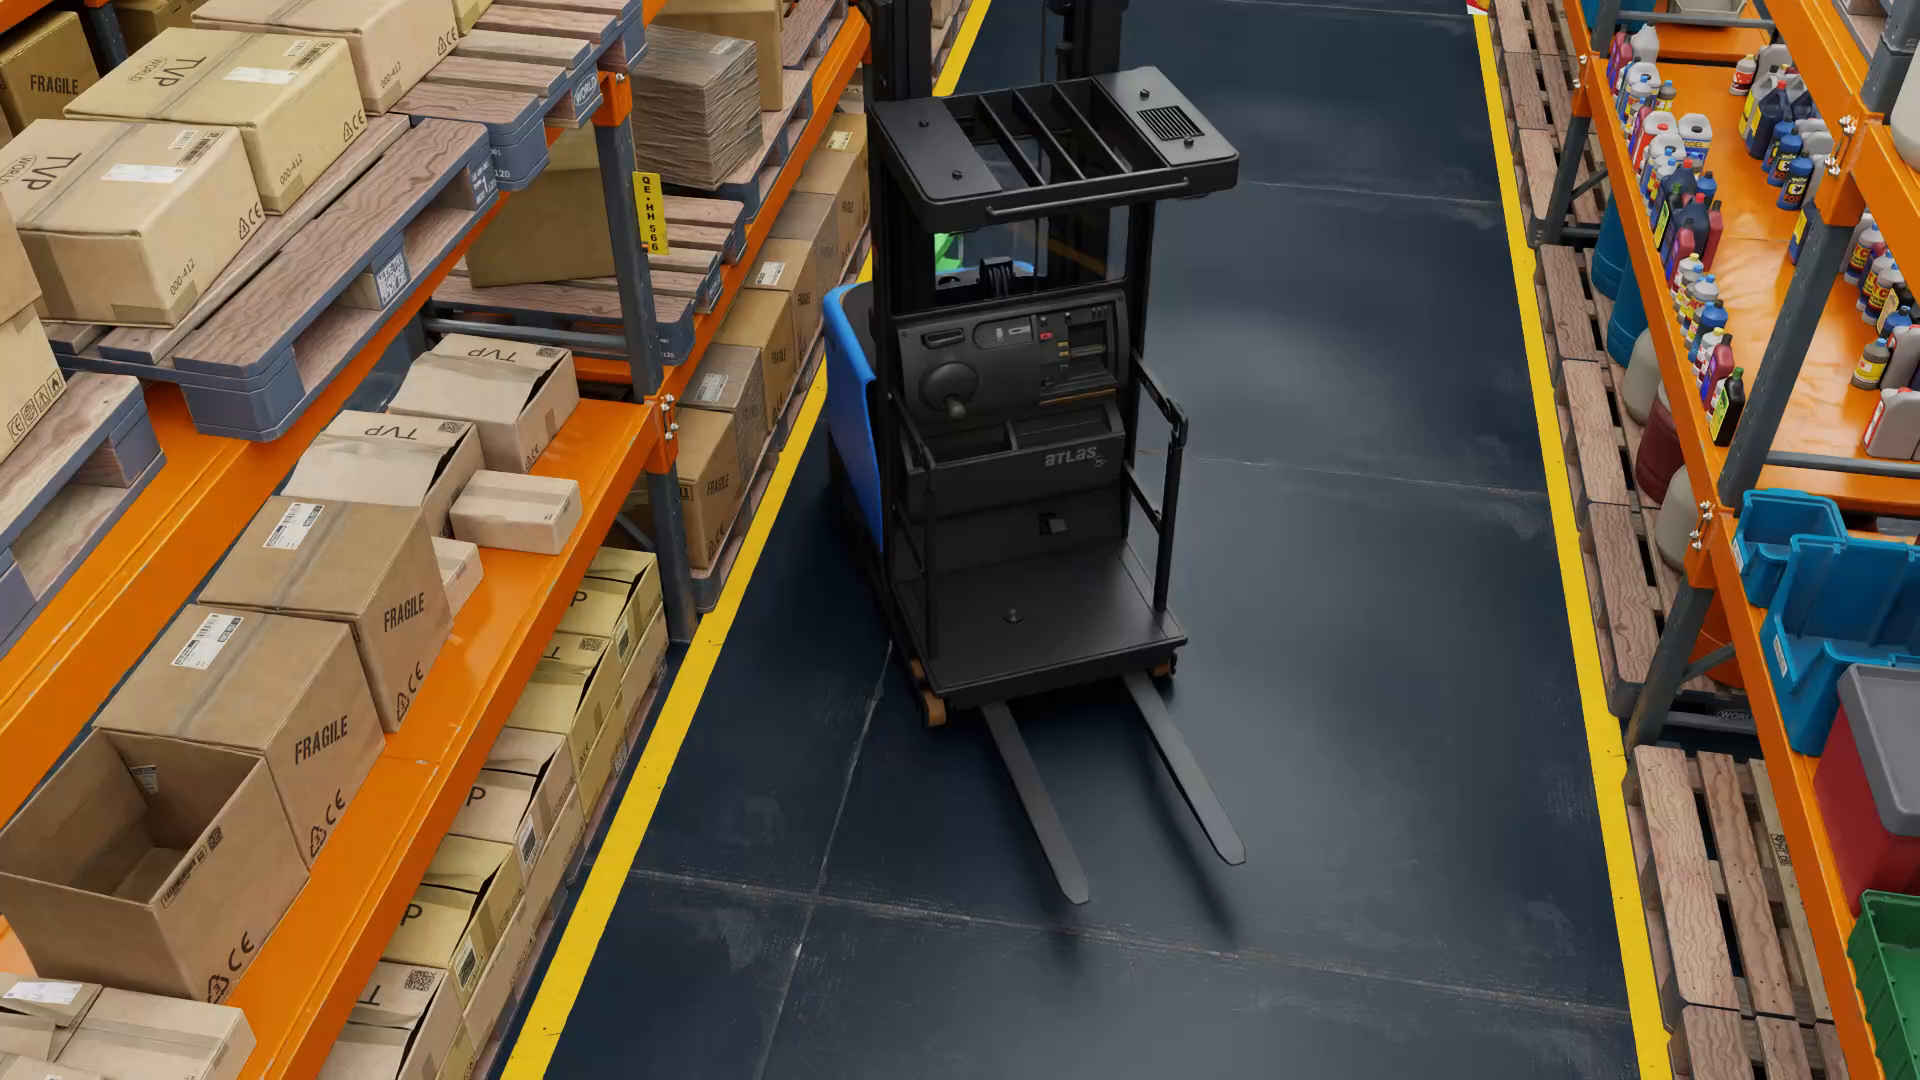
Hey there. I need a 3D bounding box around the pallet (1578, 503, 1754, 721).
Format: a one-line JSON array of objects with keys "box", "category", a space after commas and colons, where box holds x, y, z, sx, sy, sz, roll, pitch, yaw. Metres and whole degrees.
[{"box": [3.310, 0.334, 7.278, 1.003, 0.211, 1.213, 6, 40, 8], "category": "pallet"}]

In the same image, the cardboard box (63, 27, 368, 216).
[{"box": [-1.870, -1.071, 4.222, 0.500, 0.250, 0.500, 6, 40, 7], "category": "cardboard box"}]

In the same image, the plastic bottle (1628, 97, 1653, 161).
[{"box": [3.269, -1.967, 7.963, 0.061, 0.283, 0.133, 6, 40, 8], "category": "plastic bottle"}]

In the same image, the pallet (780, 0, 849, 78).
[{"box": [-1.217, -2.737, 8.954, 1.003, 0.211, 1.213, 6, 40, 8], "category": "pallet"}]

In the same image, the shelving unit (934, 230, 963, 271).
[{"box": [-0.180, -1.085, 8.218, 0.258, 1.200, 0.503, 12, 41, 14], "category": "shelving unit"}]

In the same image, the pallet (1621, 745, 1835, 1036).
[{"box": [3.042, 1.315, 6.091, 1.003, 0.211, 1.213, 6, 40, 8], "category": "pallet"}]

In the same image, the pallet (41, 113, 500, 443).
[{"box": [-1.884, -0.735, 4.177, 1.003, 0.211, 1.213, 8, 40, 10], "category": "pallet"}]

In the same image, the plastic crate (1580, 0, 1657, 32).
[{"box": [3.651, -3.100, 9.207, 0.392, 0.384, 0.575, 6, 40, 8], "category": "plastic crate"}]

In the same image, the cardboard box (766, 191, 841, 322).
[{"box": [-0.956, -1.541, 8.974, 0.500, 0.500, 0.500, 7, 40, 8], "category": "cardboard box"}]

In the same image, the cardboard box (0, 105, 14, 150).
[{"box": [-5.986, -2.197, 9.508, 0.750, 0.750, 0.750, 8, 40, 9], "category": "cardboard box"}]

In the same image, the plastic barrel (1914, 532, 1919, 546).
[{"box": [3.432, 0.031, 5.349, 0.600, 0.536, 0.708, 6, 40, 8], "category": "plastic barrel"}]

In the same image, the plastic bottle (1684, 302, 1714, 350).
[{"box": [2.992, -0.864, 6.694, 0.097, 0.201, 0.097, 0, 40, 0], "category": "plastic bottle"}]

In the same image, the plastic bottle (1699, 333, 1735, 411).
[{"box": [2.904, -0.642, 6.361, 0.061, 0.283, 0.133, 6, 40, 8], "category": "plastic bottle"}]

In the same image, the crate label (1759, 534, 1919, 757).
[{"box": [2.776, 0.338, 5.056, 0.502, 0.435, 0.616, 6, 40, 8], "category": "crate label"}]

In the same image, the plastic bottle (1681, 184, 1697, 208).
[{"box": [3.177, -1.408, 7.287, 0.061, 0.283, 0.133, 6, 40, 8], "category": "plastic bottle"}]

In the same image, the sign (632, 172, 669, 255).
[{"box": [-1.116, -1.177, 6.008, 0.100, 0.325, 0.005, 6, 40, 8], "category": "sign"}]

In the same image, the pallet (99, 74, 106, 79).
[{"box": [-5.642, -3.238, 11.598, 1.003, 0.211, 1.213, 6, 40, 8], "category": "pallet"}]

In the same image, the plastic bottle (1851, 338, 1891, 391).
[{"box": [3.561, -0.693, 6.487, 0.097, 0.201, 0.097, 0, 40, 0], "category": "plastic bottle"}]

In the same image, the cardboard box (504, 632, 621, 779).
[{"box": [-1.595, 0.574, 6.186, 0.500, 0.311, 0.500, 6, 40, 7], "category": "cardboard box"}]

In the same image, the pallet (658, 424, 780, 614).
[{"box": [-1.497, -0.180, 7.899, 1.003, 0.211, 1.213, 6, 40, 8], "category": "pallet"}]

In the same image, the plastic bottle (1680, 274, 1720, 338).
[{"box": [3.009, -0.953, 6.746, 0.097, 0.271, 0.097, 0, 40, 0], "category": "plastic bottle"}]

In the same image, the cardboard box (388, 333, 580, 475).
[{"box": [-1.770, -0.532, 6.207, 0.500, 0.311, 0.500, 9, 40, 10], "category": "cardboard box"}]

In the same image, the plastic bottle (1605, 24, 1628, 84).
[{"box": [3.423, -2.524, 8.637, 0.061, 0.283, 0.133, 6, 40, 8], "category": "plastic bottle"}]

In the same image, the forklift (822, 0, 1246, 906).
[{"box": [0.281, -0.641, 6.322, 1.130, 2.935, 3.031, -11, 41, -13], "category": "forklift"}]

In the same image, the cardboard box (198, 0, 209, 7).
[{"box": [-5.531, -3.816, 11.740, 0.700, 0.500, 0.500, 6, 40, 7], "category": "cardboard box"}]

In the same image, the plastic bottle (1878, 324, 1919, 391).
[{"box": [3.688, -0.720, 6.461, 0.152, 0.276, 0.135, 6, 40, 8], "category": "plastic bottle"}]

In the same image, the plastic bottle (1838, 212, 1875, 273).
[{"box": [3.847, -1.300, 7.163, 0.152, 0.276, 0.135, 6, 40, 8], "category": "plastic bottle"}]

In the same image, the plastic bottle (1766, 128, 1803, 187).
[{"box": [3.857, -1.791, 7.760, 0.097, 0.271, 0.097, 0, 40, 0], "category": "plastic bottle"}]

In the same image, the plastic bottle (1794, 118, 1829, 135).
[{"box": [4.006, -1.875, 7.858, 0.152, 0.276, 0.135, 6, 40, 8], "category": "plastic bottle"}]

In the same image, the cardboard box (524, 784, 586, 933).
[{"box": [-1.690, 1.104, 5.986, 0.500, 0.250, 0.500, 7, 40, 9], "category": "cardboard box"}]

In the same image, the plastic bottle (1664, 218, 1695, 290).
[{"box": [3.062, -1.215, 7.054, 0.061, 0.283, 0.133, 6, 40, 8], "category": "plastic bottle"}]

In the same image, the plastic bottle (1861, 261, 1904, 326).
[{"box": [3.798, -1.017, 6.823, 0.097, 0.271, 0.097, 0, 40, 0], "category": "plastic bottle"}]

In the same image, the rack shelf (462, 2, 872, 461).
[{"box": [-1.318, -1.768, 8.196, 1.077, 0.370, 4.000, 6, 40, 8], "category": "rack shelf"}]

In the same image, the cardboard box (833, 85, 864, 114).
[{"box": [-0.686, -2.673, 10.491, 0.500, 0.311, 0.500, 6, 40, 8], "category": "cardboard box"}]

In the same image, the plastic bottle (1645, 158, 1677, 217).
[{"box": [3.187, -1.596, 7.525, 0.097, 0.271, 0.097, 0, 40, 0], "category": "plastic bottle"}]

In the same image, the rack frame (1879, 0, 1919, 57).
[{"box": [3.214, -2.554, 3.873, 1.000, 3.000, 0.127, 6, 40, 8], "category": "rack frame"}]

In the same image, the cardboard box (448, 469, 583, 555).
[{"box": [-1.547, -0.098, 5.809, 0.380, 0.149, 0.250, 6, 40, 8], "category": "cardboard box"}]

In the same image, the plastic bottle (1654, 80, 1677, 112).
[{"box": [3.514, -2.195, 8.304, 0.097, 0.201, 0.097, 0, 40, 0], "category": "plastic bottle"}]

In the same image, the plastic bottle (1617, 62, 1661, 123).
[{"box": [3.388, -2.226, 8.283, 0.152, 0.276, 0.135, 6, 40, 8], "category": "plastic bottle"}]

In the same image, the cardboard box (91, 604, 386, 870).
[{"box": [-2.029, 0.557, 4.741, 0.500, 0.500, 0.500, 6, 40, 8], "category": "cardboard box"}]

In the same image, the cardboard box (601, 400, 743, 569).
[{"box": [-1.303, -0.250, 7.412, 0.500, 0.500, 0.500, 8, 40, 10], "category": "cardboard box"}]

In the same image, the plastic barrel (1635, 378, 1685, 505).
[{"box": [3.478, -0.492, 7.650, 0.600, 0.588, 0.708, 6, 40, 8], "category": "plastic barrel"}]

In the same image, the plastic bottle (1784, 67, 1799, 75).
[{"box": [4.162, -2.274, 8.335, 0.061, 0.283, 0.133, 6, 40, 8], "category": "plastic bottle"}]

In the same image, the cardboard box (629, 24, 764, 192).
[{"box": [-1.319, -1.951, 7.445, 0.700, 0.500, 0.500, 14, 42, 16], "category": "cardboard box"}]

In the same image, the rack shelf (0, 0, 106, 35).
[{"box": [-6.197, -2.312, 8.854, 1.077, 0.370, 4.000, 6, 40, 8], "category": "rack shelf"}]

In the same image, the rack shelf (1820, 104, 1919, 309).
[{"box": [2.868, 0.135, 3.540, 1.077, 0.370, 4.000, 6, 40, 8], "category": "rack shelf"}]
